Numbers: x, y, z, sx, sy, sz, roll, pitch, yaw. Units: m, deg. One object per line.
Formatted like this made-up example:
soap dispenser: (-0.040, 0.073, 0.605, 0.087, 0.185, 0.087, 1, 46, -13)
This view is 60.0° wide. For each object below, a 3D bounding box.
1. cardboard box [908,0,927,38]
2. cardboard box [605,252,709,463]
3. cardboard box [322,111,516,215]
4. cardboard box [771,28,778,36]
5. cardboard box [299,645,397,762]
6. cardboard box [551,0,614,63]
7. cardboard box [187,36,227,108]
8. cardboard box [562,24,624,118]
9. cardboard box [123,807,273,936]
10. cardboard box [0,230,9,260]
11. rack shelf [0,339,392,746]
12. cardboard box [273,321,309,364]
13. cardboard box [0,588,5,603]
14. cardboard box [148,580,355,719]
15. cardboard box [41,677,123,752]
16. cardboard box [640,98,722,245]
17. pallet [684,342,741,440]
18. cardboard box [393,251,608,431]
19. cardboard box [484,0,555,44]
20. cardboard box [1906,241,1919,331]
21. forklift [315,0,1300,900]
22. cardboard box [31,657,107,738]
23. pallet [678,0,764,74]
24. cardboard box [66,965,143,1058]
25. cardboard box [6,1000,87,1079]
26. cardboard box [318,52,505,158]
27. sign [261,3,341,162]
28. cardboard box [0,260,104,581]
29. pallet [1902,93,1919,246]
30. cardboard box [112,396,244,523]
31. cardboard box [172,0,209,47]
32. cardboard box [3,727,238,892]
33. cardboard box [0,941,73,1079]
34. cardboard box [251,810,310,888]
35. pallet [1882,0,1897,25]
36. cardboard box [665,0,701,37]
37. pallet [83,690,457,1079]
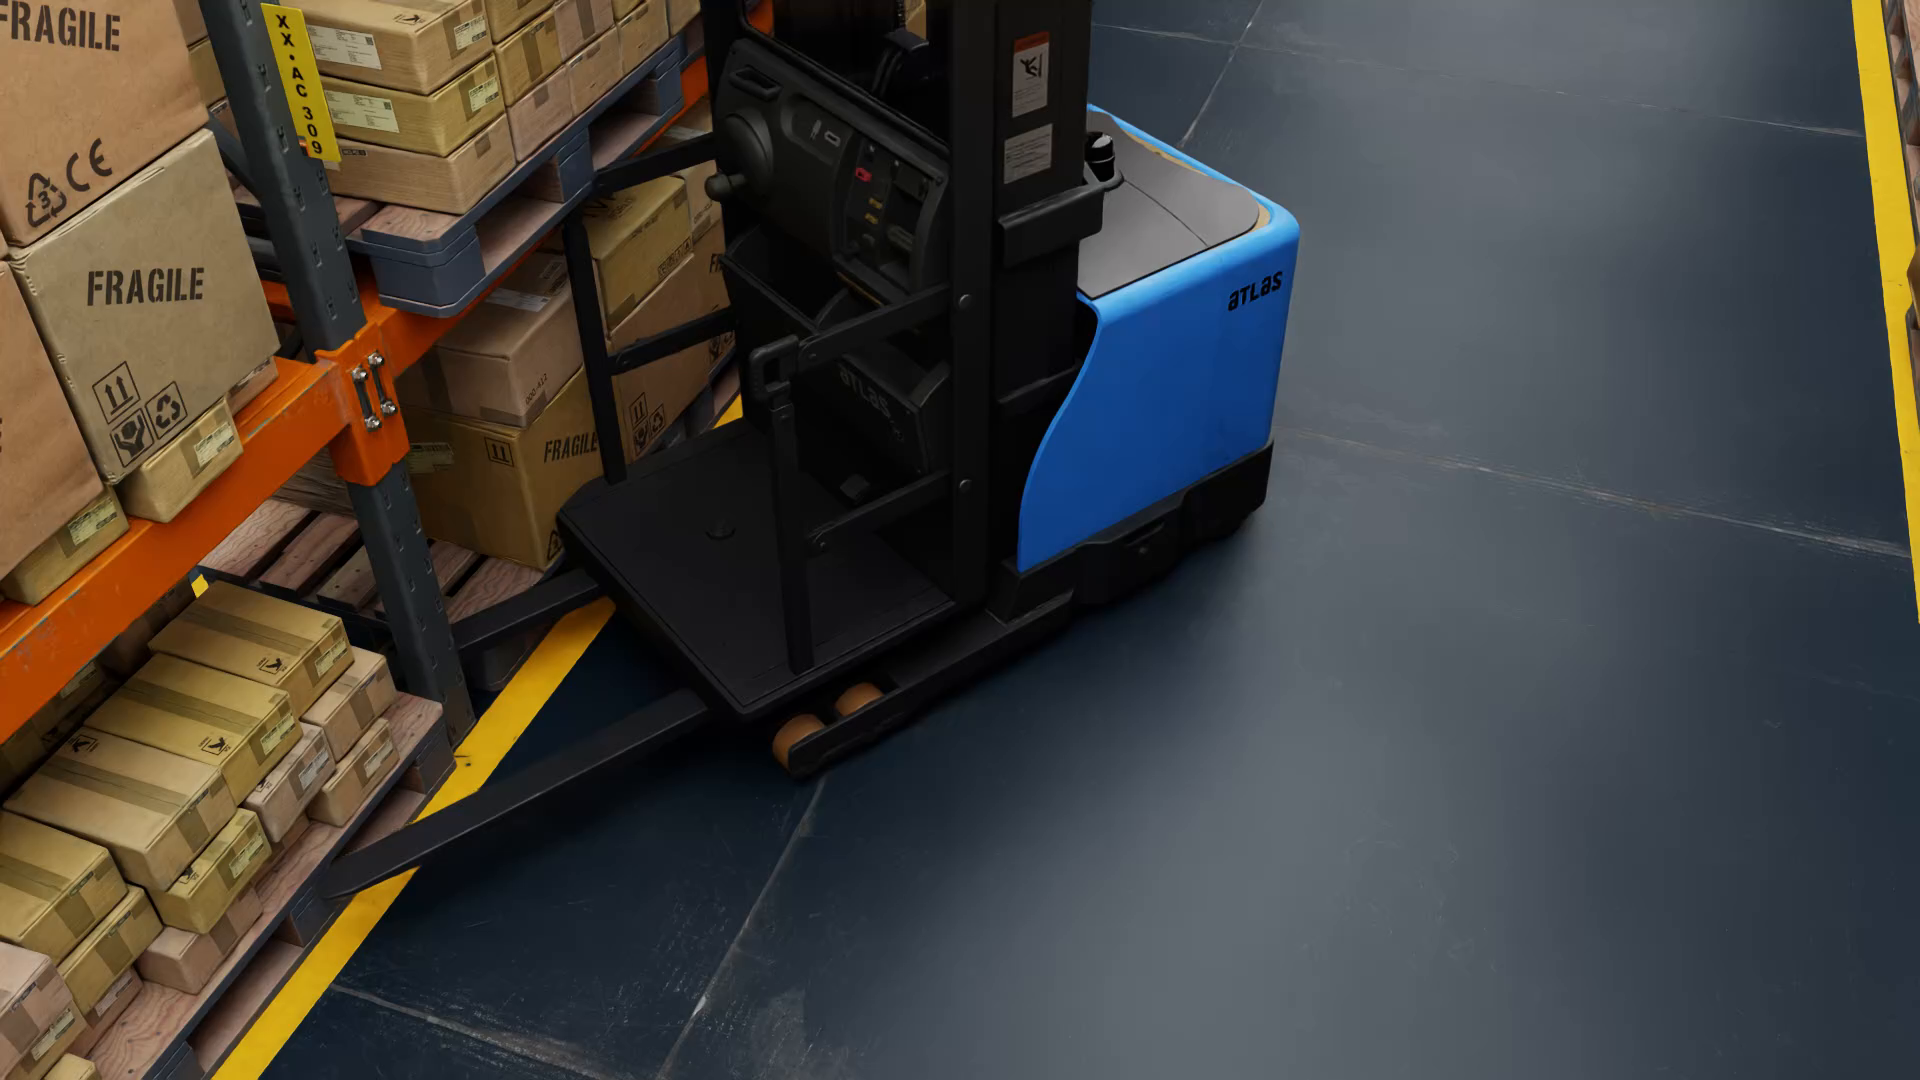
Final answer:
cardboard box: (-0.451, -1.892, 6.758, 0.500, 0.500, 0.500, 13, 42, 15)
cardboard box: (-1.158, -0.626, 5.275, 0.500, 0.500, 0.500, 15, 43, 17)
cardboard box: (-1.272, -0.905, 3.870, 0.380, 0.149, 0.250, 11, 42, 13)
cardboard box: (-0.621, -1.851, 6.133, 0.500, 0.250, 0.500, 14, 42, 16)
cardboard box: (-1.648, 0.372, 4.147, 0.380, 0.149, 0.250, 14, 42, 16)
cardboard box: (-1.097, -1.334, 4.143, 0.380, 0.149, 0.250, 14, 42, 16)
cardboard box: (-1.889, -1.166, 3.947, 0.380, 0.149, 0.250, 15, 43, 16)
cardboard box: (-1.094, -1.227, 4.247, 0.380, 0.149, 0.250, 14, 42, 15)
cardboard box: (-1.804, 0.707, 3.754, 0.380, 0.149, 0.250, 12, 42, 14)
cardboard box: (-1.917, -0.571, 2.531, 0.500, 0.500, 0.500, 12, 42, 14)
rack shelf: (-2.523, 0.791, 2.566, 1.077, 0.370, 4.000, 13, 42, 15)
cardboard box: (-1.822, -0.707, 4.792, 0.500, 0.250, 0.500, 12, 42, 14)
cardboard box: (-2.003, 0.092, 3.024, 0.380, 0.149, 0.250, 12, 42, 14)
cardboard box: (-1.716, 0.271, 4.036, 0.380, 0.149, 0.250, 14, 43, 16)
cardboard box: (-2.266, 0.433, 4.075, 0.380, 0.149, 0.250, 14, 42, 15)
cardboard box: (-0.980, -1.224, 5.398, 0.500, 0.250, 0.500, 15, 43, 17)
pallet: (-1.159, -0.864, 6.099, 1.003, 0.211, 1.213, 13, 42, 15)
cardboard box: (-1.338, -0.589, 4.653, 0.500, 0.250, 0.500, 12, 42, 13)
cardboard box: (-1.183, -1.303, 3.877, 0.380, 0.149, 0.250, 14, 43, 16)
cardboard box: (3.900, -0.915, 5.325, 1.225, 0.875, 0.875, 11, 42, 13)
forklift: (-0.502, -0.869, 4.010, 3.031, 2.935, 1.130, -27, 47, -28)
cardboard box: (-2.301, 0.315, 3.984, 0.380, 0.149, 0.250, 15, 43, 17)
pallet: (-1.110, -1.853, 5.258, 1.003, 0.211, 1.213, 13, 42, 15)
cardboard box: (-2.054, 0.986, 3.656, 0.380, 0.149, 0.250, 12, 42, 14)
cardboard box: (-2.051, 0.998, 3.413, 0.380, 0.149, 0.250, 14, 43, 16)
cardboard box: (-1.272, -1.018, 3.773, 0.380, 0.149, 0.250, 14, 42, 16)
sign: (-1.326, -0.916, 3.346, 0.100, 0.325, 0.005, 13, 42, 15)
cardboard box: (-1.918, -0.180, 2.843, 0.500, 0.500, 0.500, 12, 42, 14)
pallet: (4.424, -1.395, 6.723, 1.003, 0.211, 1.213, 13, 42, 15)
cardboard box: (-1.702, -0.200, 3.366, 0.380, 0.149, 0.250, 12, 42, 14)
cardboard box: (-1.885, -1.281, 3.852, 0.380, 0.149, 0.250, 15, 43, 17)
cardboard box: (-1.845, 0.589, 3.663, 0.380, 0.149, 0.250, 13, 42, 15)
cardboard box: (-2.012, 0.915, 3.281, 0.380, 0.149, 0.250, 11, 42, 13)
cardboard box: (-1.820, 0.677, 4.018, 0.380, 0.149, 0.250, 14, 43, 16)
pallet: (5.258, -2.883, 8.467, 1.003, 0.211, 1.213, 13, 42, 15)
cardboard box: (-0.920, -1.535, 4.608, 0.380, 0.149, 0.250, 12, 42, 13)
pallet: (-2.035, 0.776, 4.178, 1.003, 0.211, 1.213, 13, 42, 15)
